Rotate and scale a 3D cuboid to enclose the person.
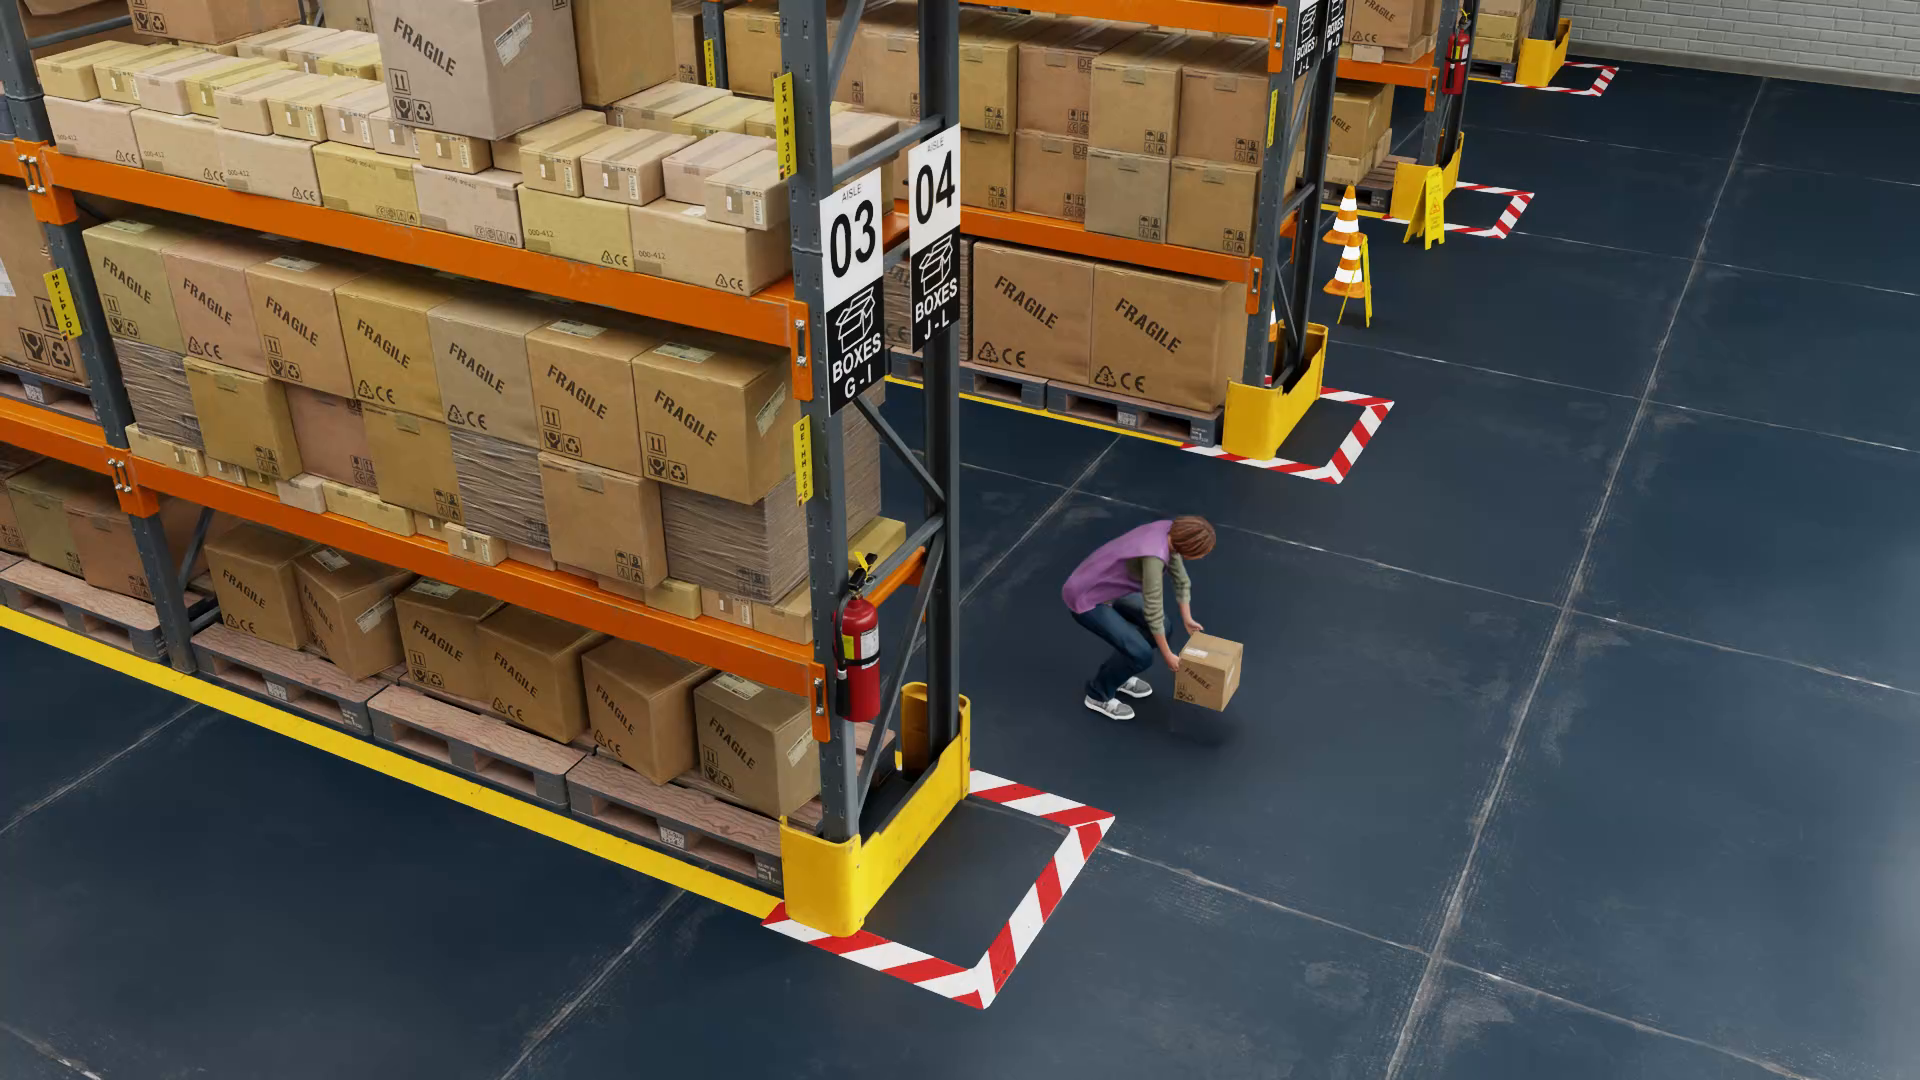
[{"bbox_3d":[0.871,0.335,8.193,0.730,1.122,0.463,15,33,23],"label":"person"}]
